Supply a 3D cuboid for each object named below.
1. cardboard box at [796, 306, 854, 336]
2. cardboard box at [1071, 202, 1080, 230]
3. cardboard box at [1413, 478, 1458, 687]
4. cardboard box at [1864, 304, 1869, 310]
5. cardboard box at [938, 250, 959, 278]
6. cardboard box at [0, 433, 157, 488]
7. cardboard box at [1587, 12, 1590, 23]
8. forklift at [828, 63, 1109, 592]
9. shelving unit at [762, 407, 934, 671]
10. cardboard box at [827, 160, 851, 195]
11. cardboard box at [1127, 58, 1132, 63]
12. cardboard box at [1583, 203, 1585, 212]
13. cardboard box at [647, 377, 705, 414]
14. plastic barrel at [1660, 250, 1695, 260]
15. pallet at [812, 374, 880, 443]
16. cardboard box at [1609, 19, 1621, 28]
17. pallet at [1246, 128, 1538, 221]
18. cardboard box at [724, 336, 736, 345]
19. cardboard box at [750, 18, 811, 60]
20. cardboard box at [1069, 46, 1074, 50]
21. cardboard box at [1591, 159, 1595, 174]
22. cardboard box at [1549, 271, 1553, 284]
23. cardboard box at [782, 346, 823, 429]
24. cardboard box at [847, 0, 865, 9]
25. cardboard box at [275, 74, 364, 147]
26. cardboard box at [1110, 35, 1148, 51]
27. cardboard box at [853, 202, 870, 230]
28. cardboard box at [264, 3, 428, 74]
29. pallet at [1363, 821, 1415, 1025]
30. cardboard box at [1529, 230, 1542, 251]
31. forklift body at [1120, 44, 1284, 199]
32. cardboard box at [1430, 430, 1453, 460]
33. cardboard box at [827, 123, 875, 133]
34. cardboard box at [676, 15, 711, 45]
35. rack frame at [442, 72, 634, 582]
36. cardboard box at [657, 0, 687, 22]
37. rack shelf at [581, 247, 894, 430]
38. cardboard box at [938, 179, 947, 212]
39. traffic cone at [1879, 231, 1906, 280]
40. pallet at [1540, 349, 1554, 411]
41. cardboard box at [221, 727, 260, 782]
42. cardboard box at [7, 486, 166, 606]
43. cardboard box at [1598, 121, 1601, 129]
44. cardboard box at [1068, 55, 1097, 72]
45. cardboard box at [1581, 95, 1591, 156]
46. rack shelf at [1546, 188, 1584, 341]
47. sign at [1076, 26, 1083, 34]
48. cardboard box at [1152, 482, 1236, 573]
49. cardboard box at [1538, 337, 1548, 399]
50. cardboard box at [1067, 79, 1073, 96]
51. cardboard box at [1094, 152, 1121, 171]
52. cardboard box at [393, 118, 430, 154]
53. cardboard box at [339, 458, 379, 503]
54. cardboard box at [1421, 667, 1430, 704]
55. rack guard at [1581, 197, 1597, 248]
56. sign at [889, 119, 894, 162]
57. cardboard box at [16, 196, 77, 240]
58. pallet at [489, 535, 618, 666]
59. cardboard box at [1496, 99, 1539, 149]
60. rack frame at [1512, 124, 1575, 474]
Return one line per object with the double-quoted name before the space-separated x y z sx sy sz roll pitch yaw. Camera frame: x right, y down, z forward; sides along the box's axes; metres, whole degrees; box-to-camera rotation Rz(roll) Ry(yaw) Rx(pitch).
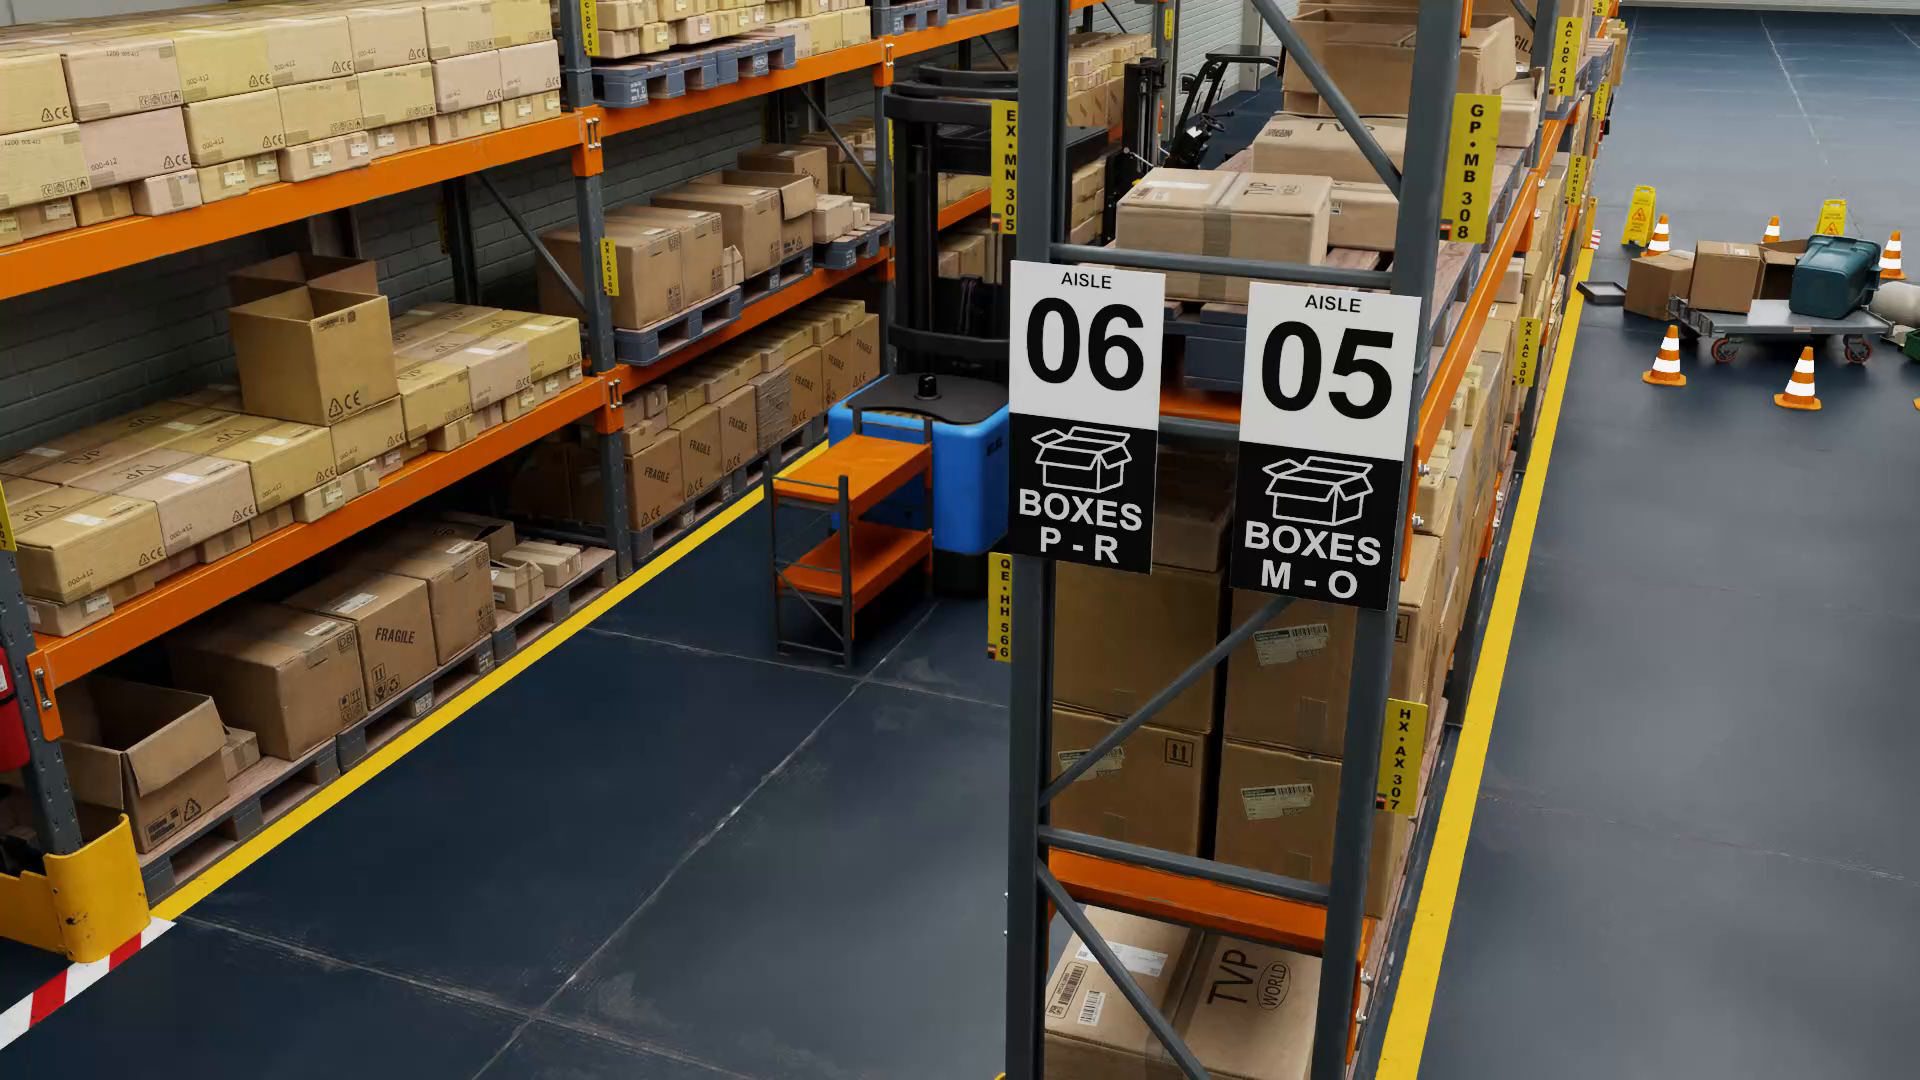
"cardboard box" -1.035 -1.681 12.738 0.380 0.149 0.250 7 24 17
"cardboard box" 0.938 -3.372 17.305 0.500 0.250 0.500 9 24 20
"cardboard box" 1.252 0.092 5.212 0.500 0.500 0.500 8 24 19
"cardboard box" 8.643 -2.323 15.966 0.396 0.266 0.258 13 26 29
"cardboard box" -0.534 -2.210 14.686 0.875 0.625 0.625 10 25 22
"cardboard box" -3.869 -0.248 7.261 0.500 0.250 0.500 9 24 20
"cardboard box" 3.409 -2.920 9.586 0.396 0.266 0.258 8 24 19
"forklift" 0.272 -1.581 10.732 1.130 2.935 3.031 10 25 23
"shelving unit" -0.602 -0.031 9.365 0.538 1.125 1.048 10 25 23
"cardboard box" -1.105 -3.018 13.629 0.500 0.250 0.500 9 24 21
"cardboard box" 1.710 -5.331 18.649 0.380 0.149 0.250 8 24 18
"cardboard box" 5.739 -3.015 16.126 0.500 0.500 0.500 10 25 22
"cardboard box" -1.915 -0.958 11.009 0.380 0.149 0.250 8 24 19
"plastic barrel" 7.206 -2.665 16.581 0.421 0.421 0.512 -12 25 -26
"pallet" -1.327 -1.107 13.128 1.003 0.211 1.213 9 24 20
"cardboard box" 6.580 -5.240 17.591 0.700 0.500 0.500 8 24 19
"pallet" 1.796 -1.567 6.833 1.003 0.211 1.213 9 24 20
"cardboard box" -1.878 -1.478 12.252 0.380 0.149 0.250 8 24 19
"cardboard box" -1.351 -3.393 11.285 0.500 0.250 0.500 9 24 20
"cardboard box" 1.033 -5.363 18.339 0.380 0.149 0.250 9 24 20
"cardboard box" 6.438 -3.915 17.439 0.380 0.149 0.250 10 24 22
"cardboard box" 3.649 -1.659 11.025 0.500 0.250 0.500 8 24 18
"cardboard box" -1.359 -1.149 12.307 0.500 0.500 0.500 10 25 22
"cardboard box" -0.922 -3.993 12.204 0.380 0.149 0.250 9 24 21
"cardboard box" -3.025 -1.920 7.371 0.500 0.250 0.500 8 24 19
"cardboard box" 1.957 -5.750 19.268 0.380 0.149 0.250 9 24 20
"cardboard box" -0.902 -2.444 12.490 0.380 0.149 0.250 9 24 21
"cardboard box" -2.840 -2.329 7.703 0.500 0.250 0.500 9 24 21
"pallet" 1.303 1.470 6.956 1.003 0.211 1.213 9 24 20
"cardboard box" 2.704 -1.325 8.604 0.500 0.500 0.500 9 24 20
"forklift body" 2.947 -4.187 17.984 2.313 2.155 1.214 9 24 20
"cardboard box" 1.328 -0.255 5.201 0.380 0.149 0.250 8 24 18
"cardboard box" -0.909 -3.438 14.118 0.380 0.149 0.250 8 24 19
"cardboard box" -1.715 -3.053 9.927 0.380 0.149 0.250 9 24 21
"rack frame" -2.500 -1.225 9.790 1.000 3.000 0.127 9 24 20
"cardboard box" -1.815 -3.104 9.664 0.380 0.149 0.250 8 24 19
"rack shelf" -1.757 -1.608 11.642 1.077 0.370 4.000 9 24 20
"cardboard box" -0.431 -2.890 13.971 0.500 0.250 0.500 8 24 19
"traffic cone" 9.685 -2.980 17.283 0.336 0.463 0.334 9 24 20
"pallet" 4.342 -1.374 13.767 1.003 0.211 1.213 9 24 20
"cardboard box" -3.477 0.977 7.674 0.380 0.149 0.250 8 24 18
"cardboard box" -3.567 0.015 6.631 0.500 0.250 0.500 9 24 20
"cardboard box" 6.431 -4.581 17.309 0.500 0.500 0.500 9 24 20
"cardboard box" 1.228 -5.015 17.507 0.380 0.149 0.250 8 24 19
"cardboard box" 5.123 -3.557 14.314 0.500 0.500 0.500 8 24 19
"rack shelf" 4.339 -2.330 13.371 1.077 0.370 4.000 9 24 20
"sign" 1.444 -6.036 20.084 0.100 0.325 0.005 9 24 20
"cardboard box" 0.572 -0.048 4.704 0.380 0.149 0.250 9 24 21
"cardboard box" 4.082 -1.394 13.060 0.950 0.372 0.625 8 24 19
"cardboard box" 0.929 -4.602 16.905 0.380 0.149 0.250 9 24 21
"cardboard box" 1.518 -4.150 18.519 0.500 0.250 0.500 8 24 19
"cardboard box" -2.783 -1.961 7.987 0.380 0.149 0.250 10 25 22
"cardboard box" -3.005 -0.307 7.918 0.380 0.149 0.250 9 24 21
"cardboard box" 1.231 0.554 5.401 0.500 0.500 0.500 8 24 19
"rack guard" 6.539 -3.629 18.789 1.175 0.500 0.348 9 24 20
"sign" -0.507 -3.079 12.831 0.100 0.325 0.005 9 24 20
"cardboard box" -3.578 -1.240 6.260 0.380 0.149 0.250 9 24 21
"pallet" -2.756 0.308 9.739 1.003 0.211 1.213 9 24 20
"cardboard box" 2.072 -1.654 6.579 0.380 0.149 0.250 9 24 21
"rack frame" 3.596 -1.947 11.519 1.000 3.000 0.127 9 24 20
